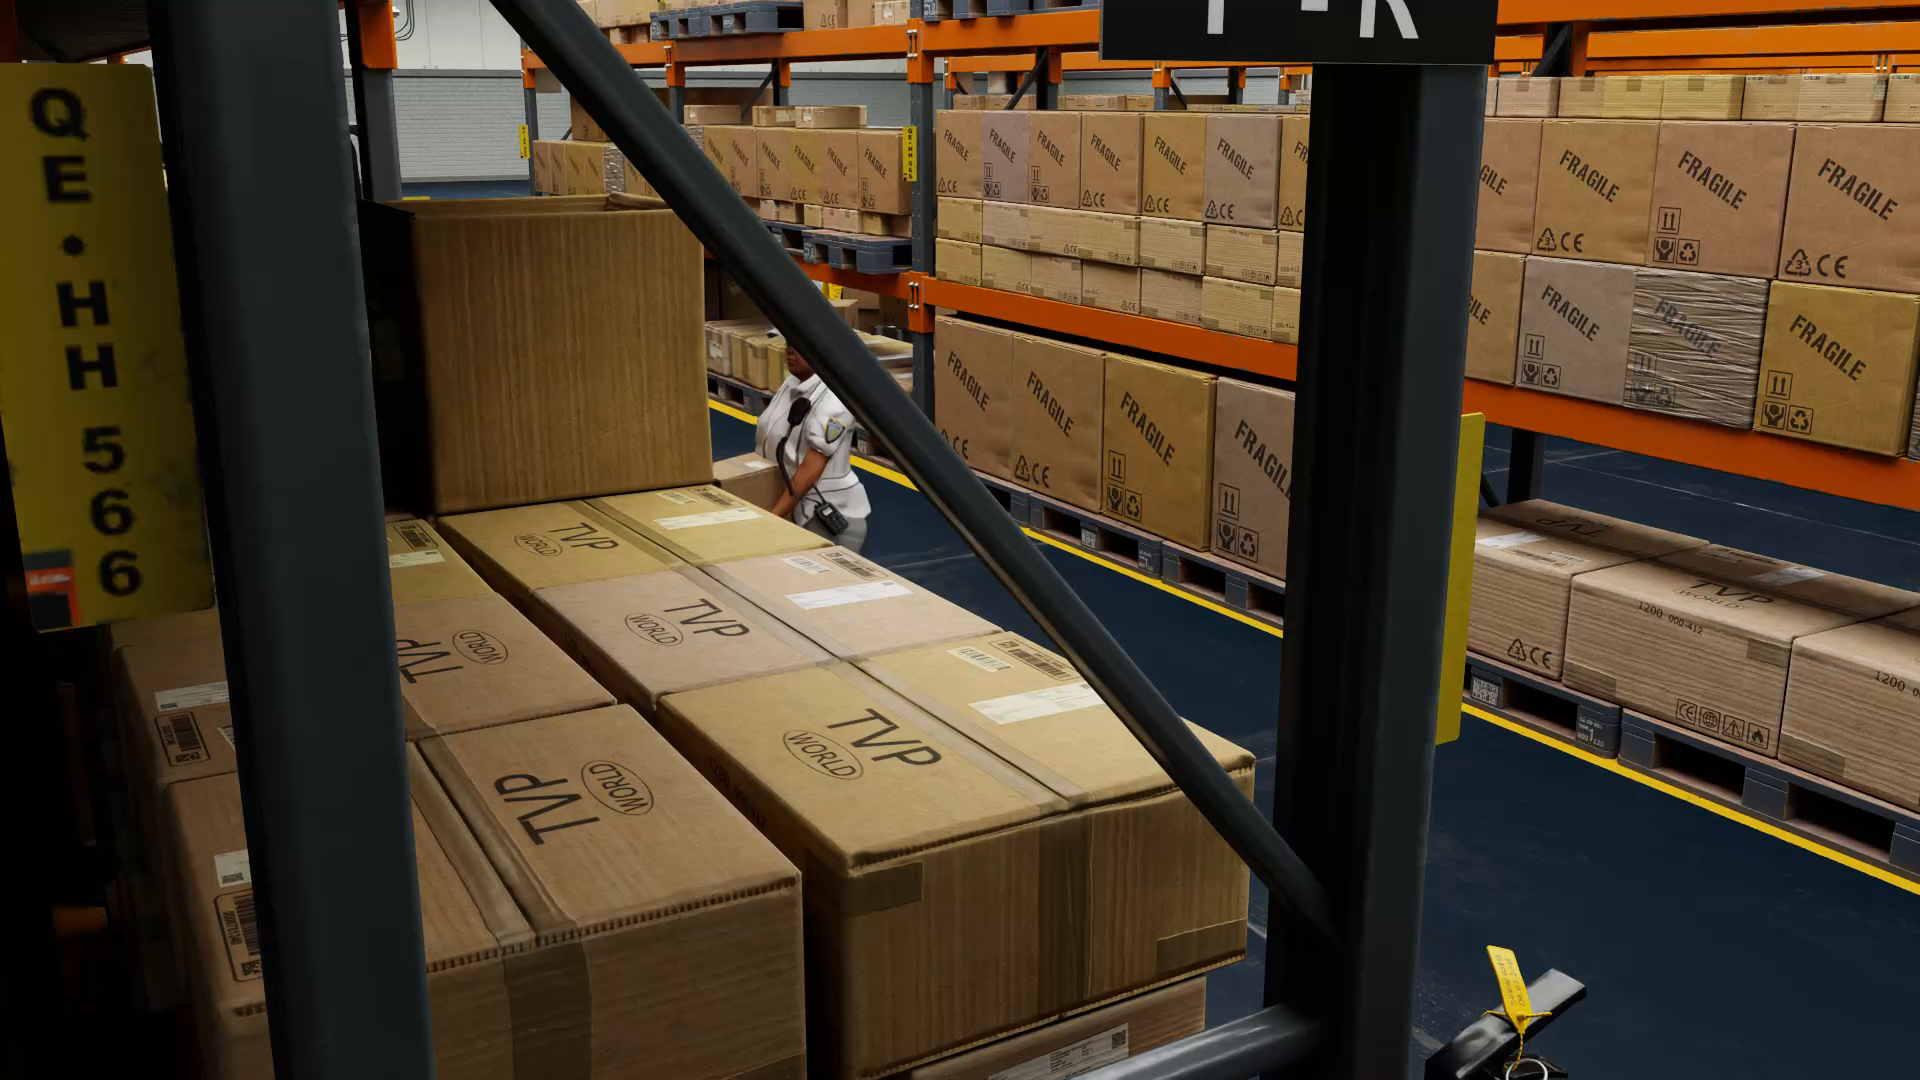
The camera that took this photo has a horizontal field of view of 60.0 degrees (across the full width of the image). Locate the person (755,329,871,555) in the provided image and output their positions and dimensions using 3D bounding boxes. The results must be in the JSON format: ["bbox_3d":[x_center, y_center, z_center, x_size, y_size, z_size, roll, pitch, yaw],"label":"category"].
[{"bbox_3d":[-0.611,-0.029,6.140,0.540,1.663,0.452,-9,17,-30],"label":"person"}]
